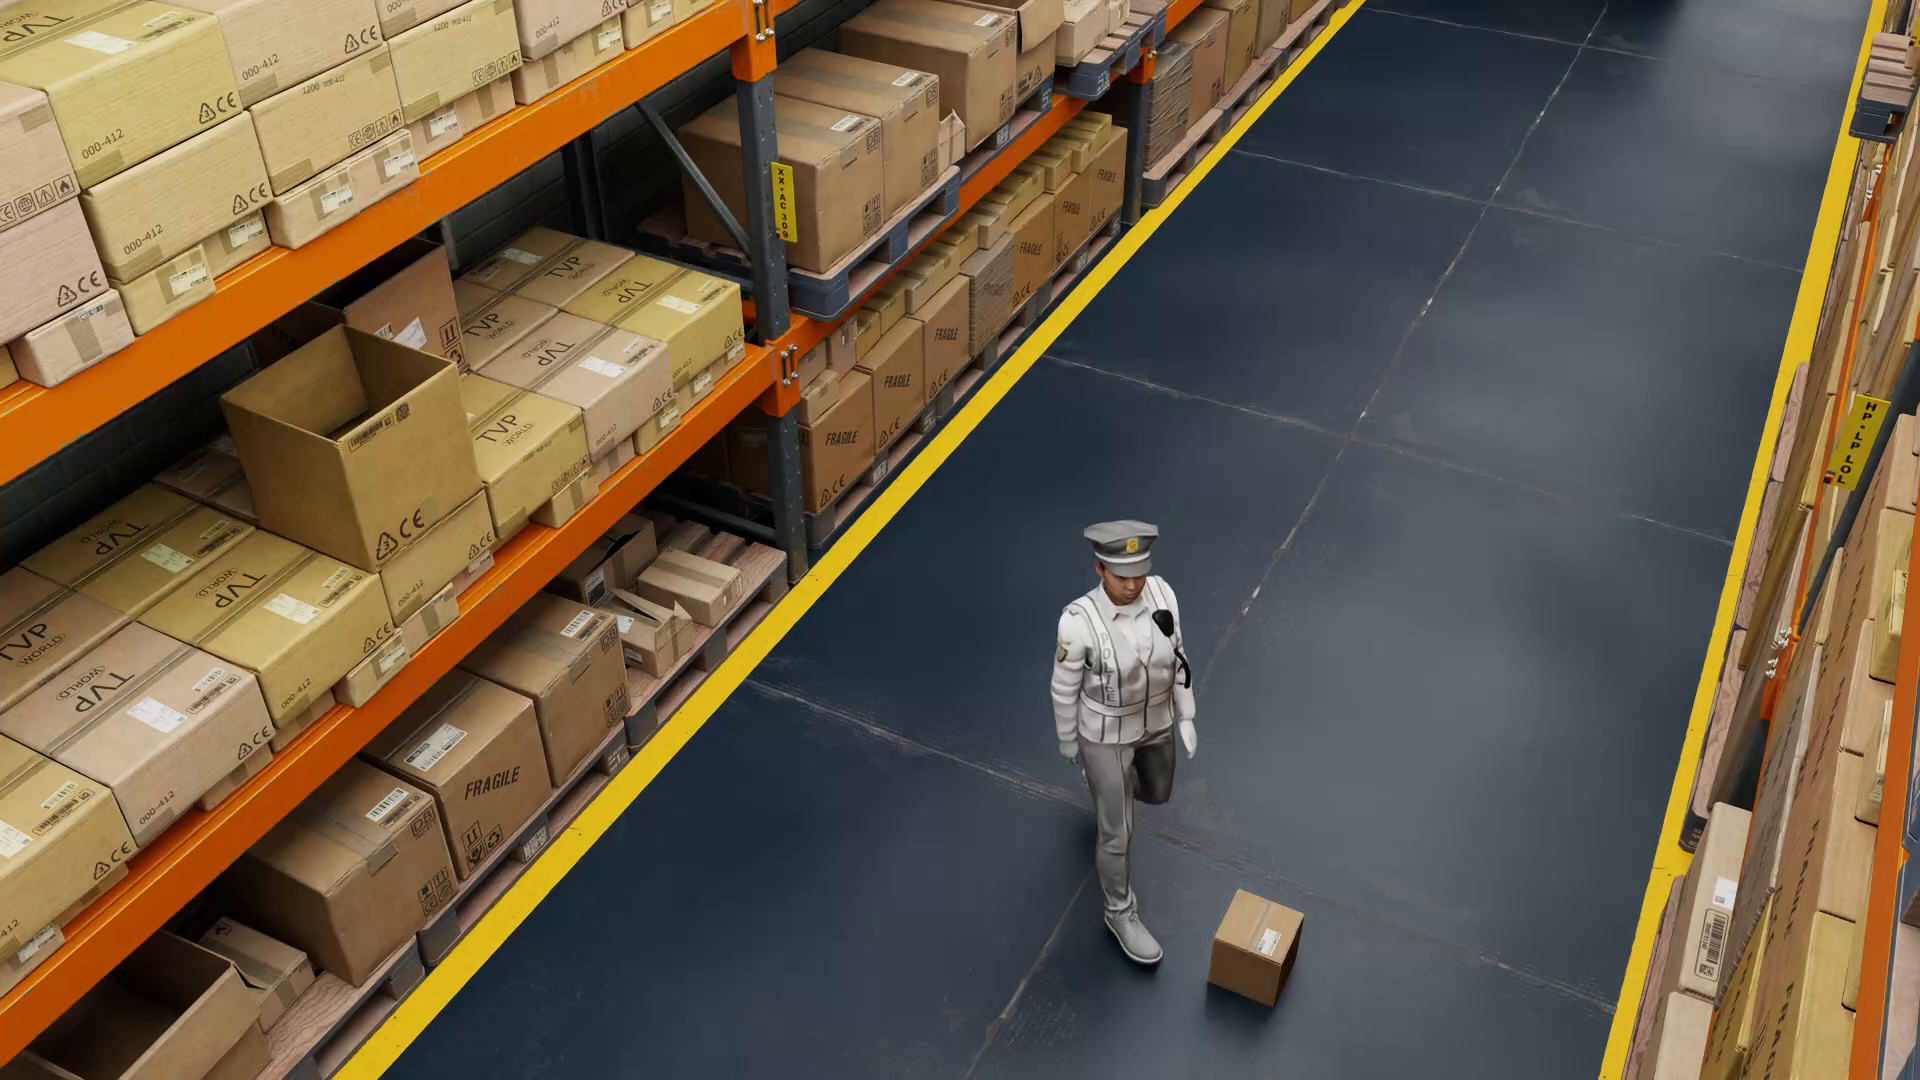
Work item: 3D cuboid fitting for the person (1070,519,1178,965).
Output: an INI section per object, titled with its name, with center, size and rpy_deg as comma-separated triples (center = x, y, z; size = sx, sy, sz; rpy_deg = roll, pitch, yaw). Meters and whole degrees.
[person]
center = 0.599, 0.638, 5.802
size = 0.384, 1.659, 0.806
rpy_deg = -20, 42, -23
